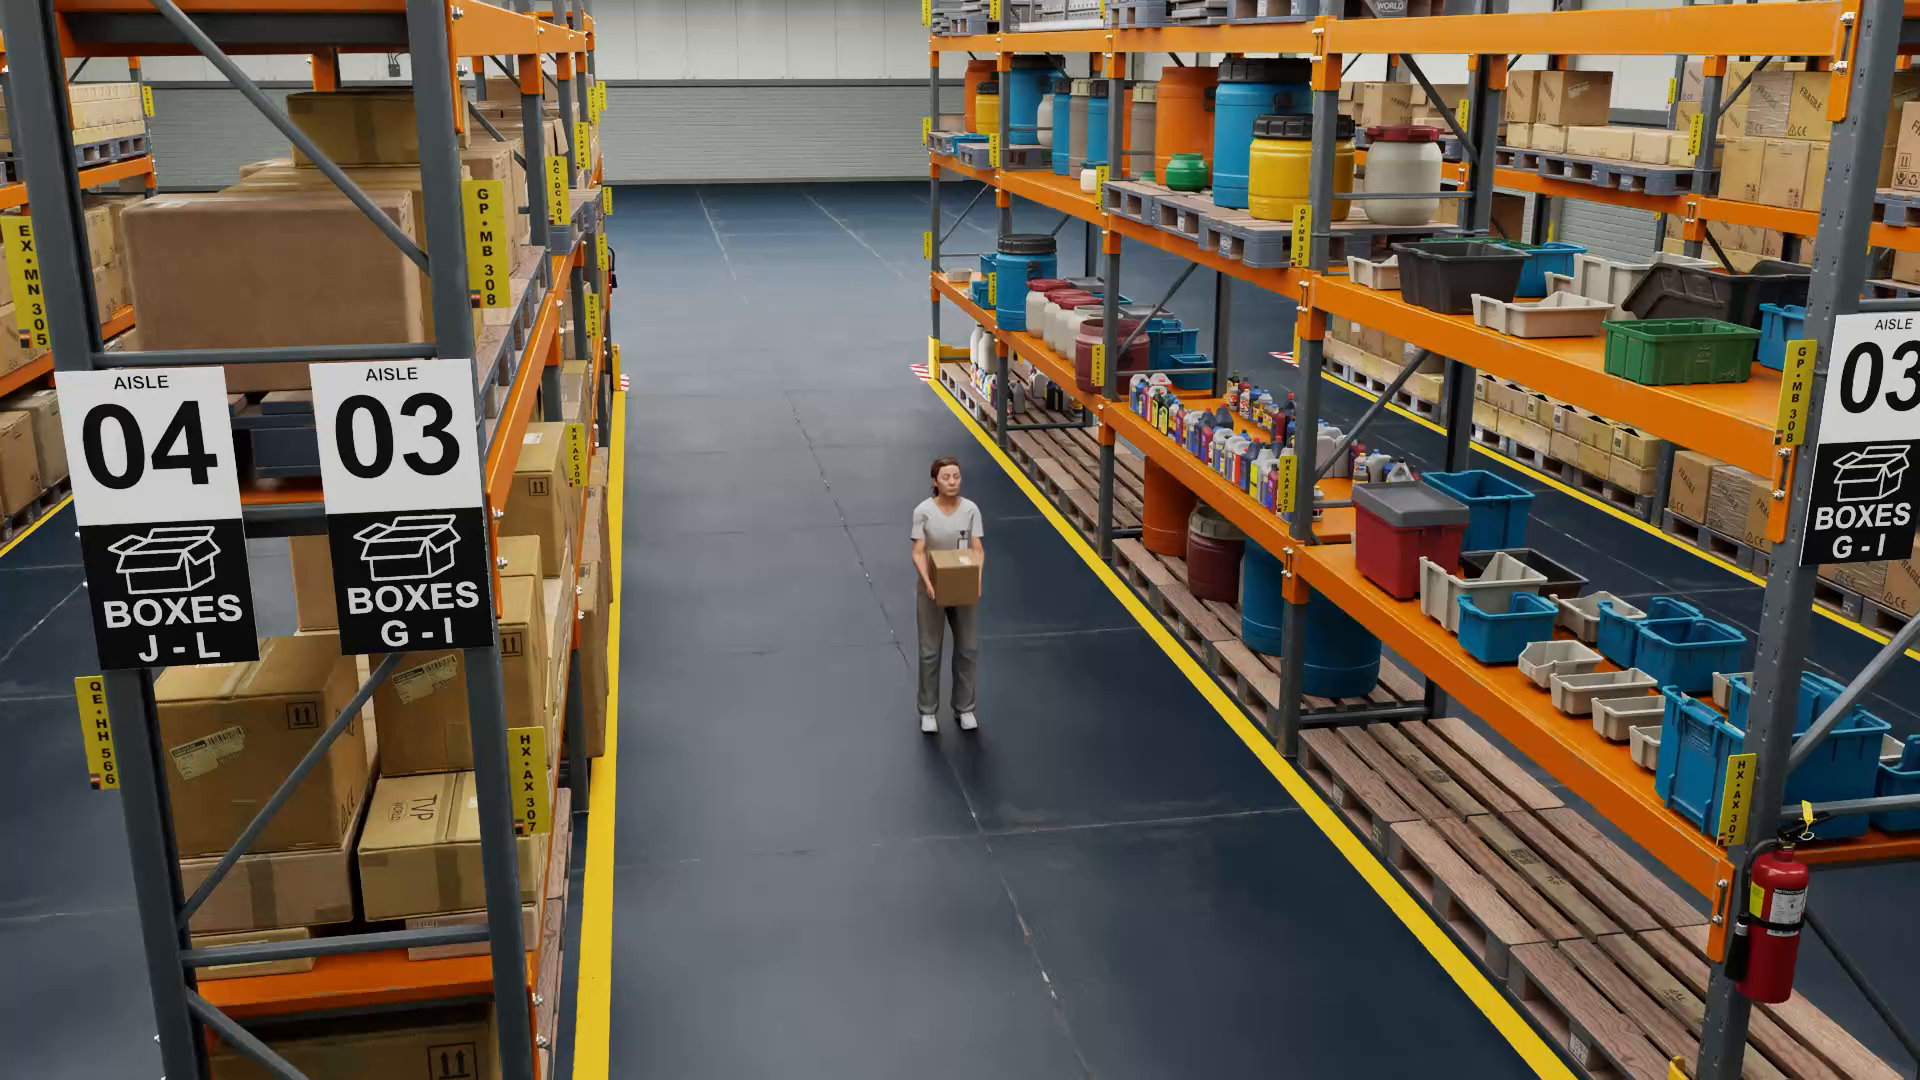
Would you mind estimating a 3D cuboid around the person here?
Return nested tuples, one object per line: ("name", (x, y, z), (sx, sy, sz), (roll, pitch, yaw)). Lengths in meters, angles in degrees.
("person", (-0.063, 0.336, 9.910), (0.447, 1.666, 0.548), (-3, 17, -11))
